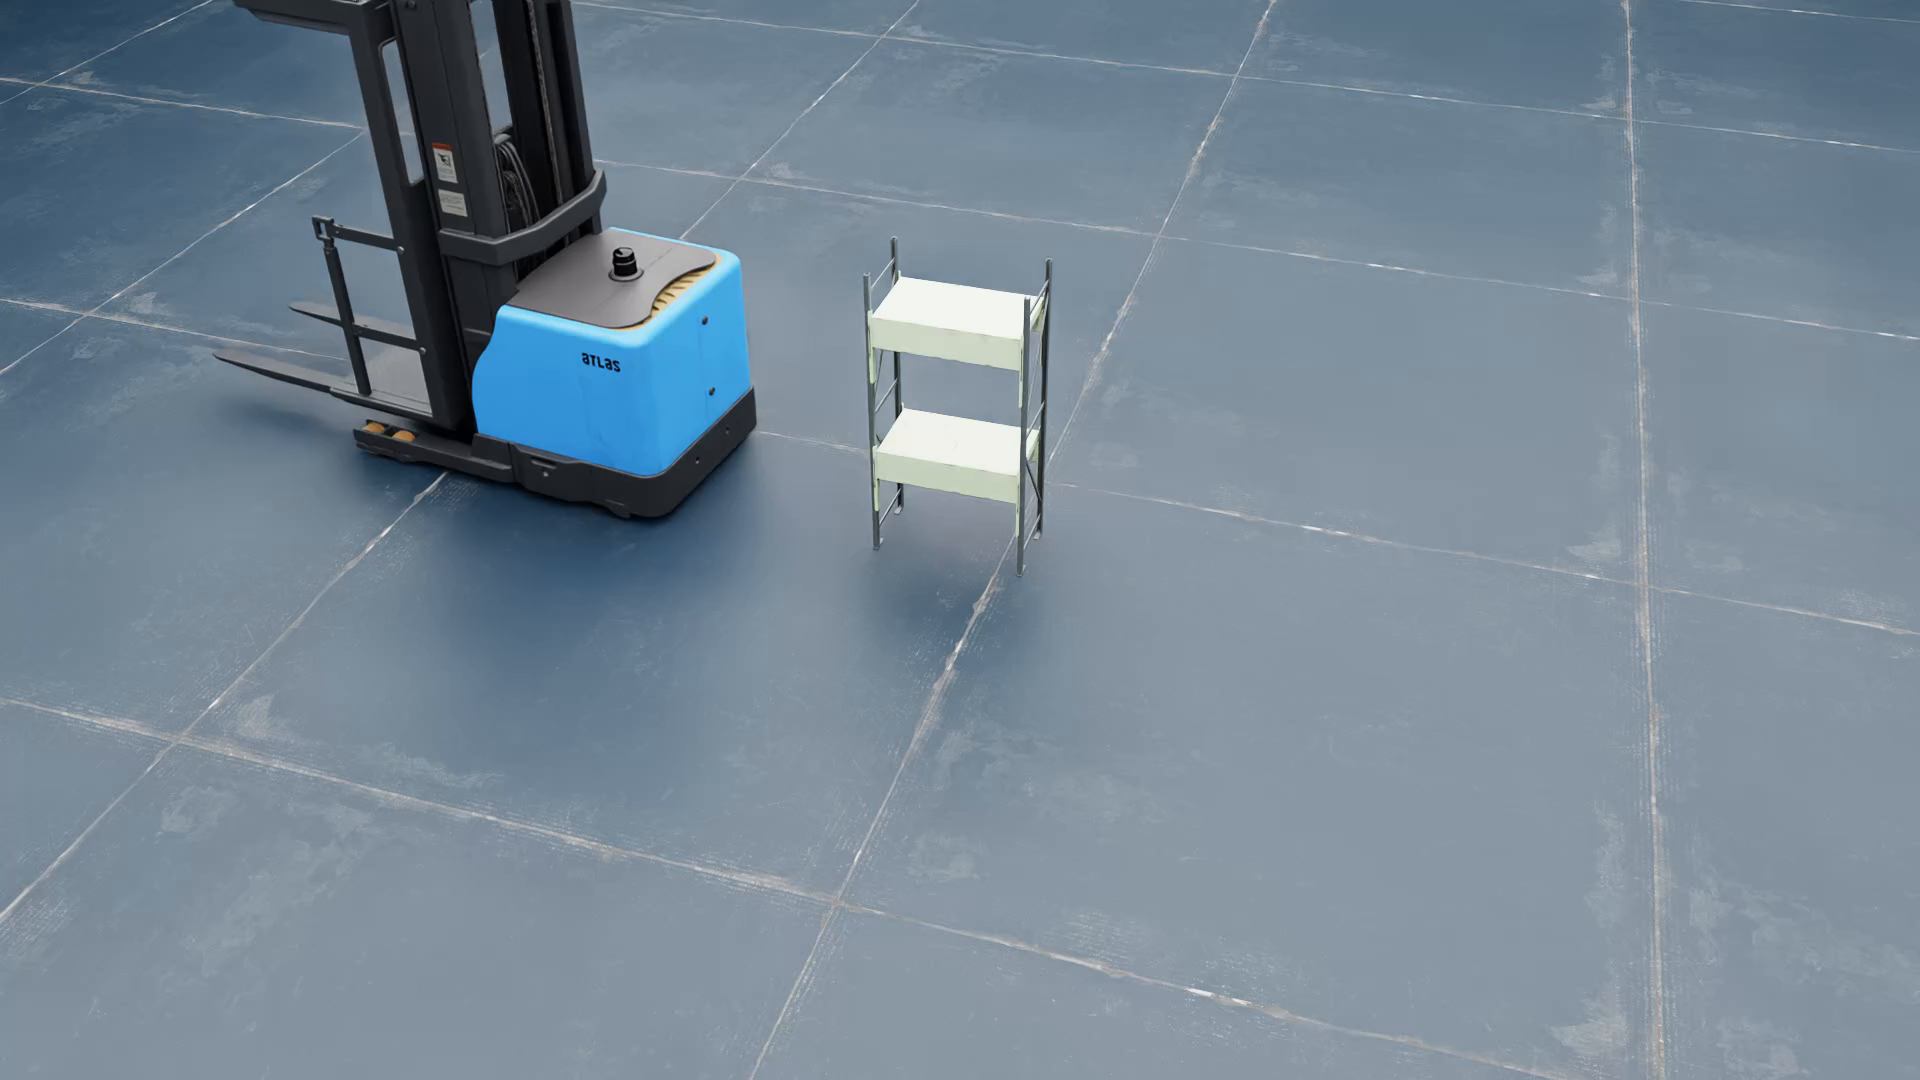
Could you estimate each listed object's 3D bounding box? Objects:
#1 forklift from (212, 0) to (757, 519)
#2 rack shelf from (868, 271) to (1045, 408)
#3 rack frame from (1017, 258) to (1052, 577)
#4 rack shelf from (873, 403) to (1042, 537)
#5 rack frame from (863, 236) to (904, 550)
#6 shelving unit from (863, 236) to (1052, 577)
[{"bbox_3d":[-2.660,-1.861,8.305,3.031,2.935,1.130,15,39,19],"label":"forklift"},{"bbox_3d":[-0.006,-0.919,7.576,0.720,0.370,0.431,10,38,14],"label":"rack shelf"},{"bbox_3d":[0.343,-0.541,7.719,0.023,1.500,0.400,10,38,14],"label":"rack frame"},{"bbox_3d":[-0.006,-0.343,8.000,0.720,0.370,0.431,10,38,14],"label":"rack shelf"},{"bbox_3d":[-0.356,-0.670,7.895,0.023,1.500,0.400,10,38,14],"label":"rack frame"},{"bbox_3d":[-0.006,-0.605,7.807,0.755,1.500,0.431,10,38,14],"label":"shelving unit"}]
